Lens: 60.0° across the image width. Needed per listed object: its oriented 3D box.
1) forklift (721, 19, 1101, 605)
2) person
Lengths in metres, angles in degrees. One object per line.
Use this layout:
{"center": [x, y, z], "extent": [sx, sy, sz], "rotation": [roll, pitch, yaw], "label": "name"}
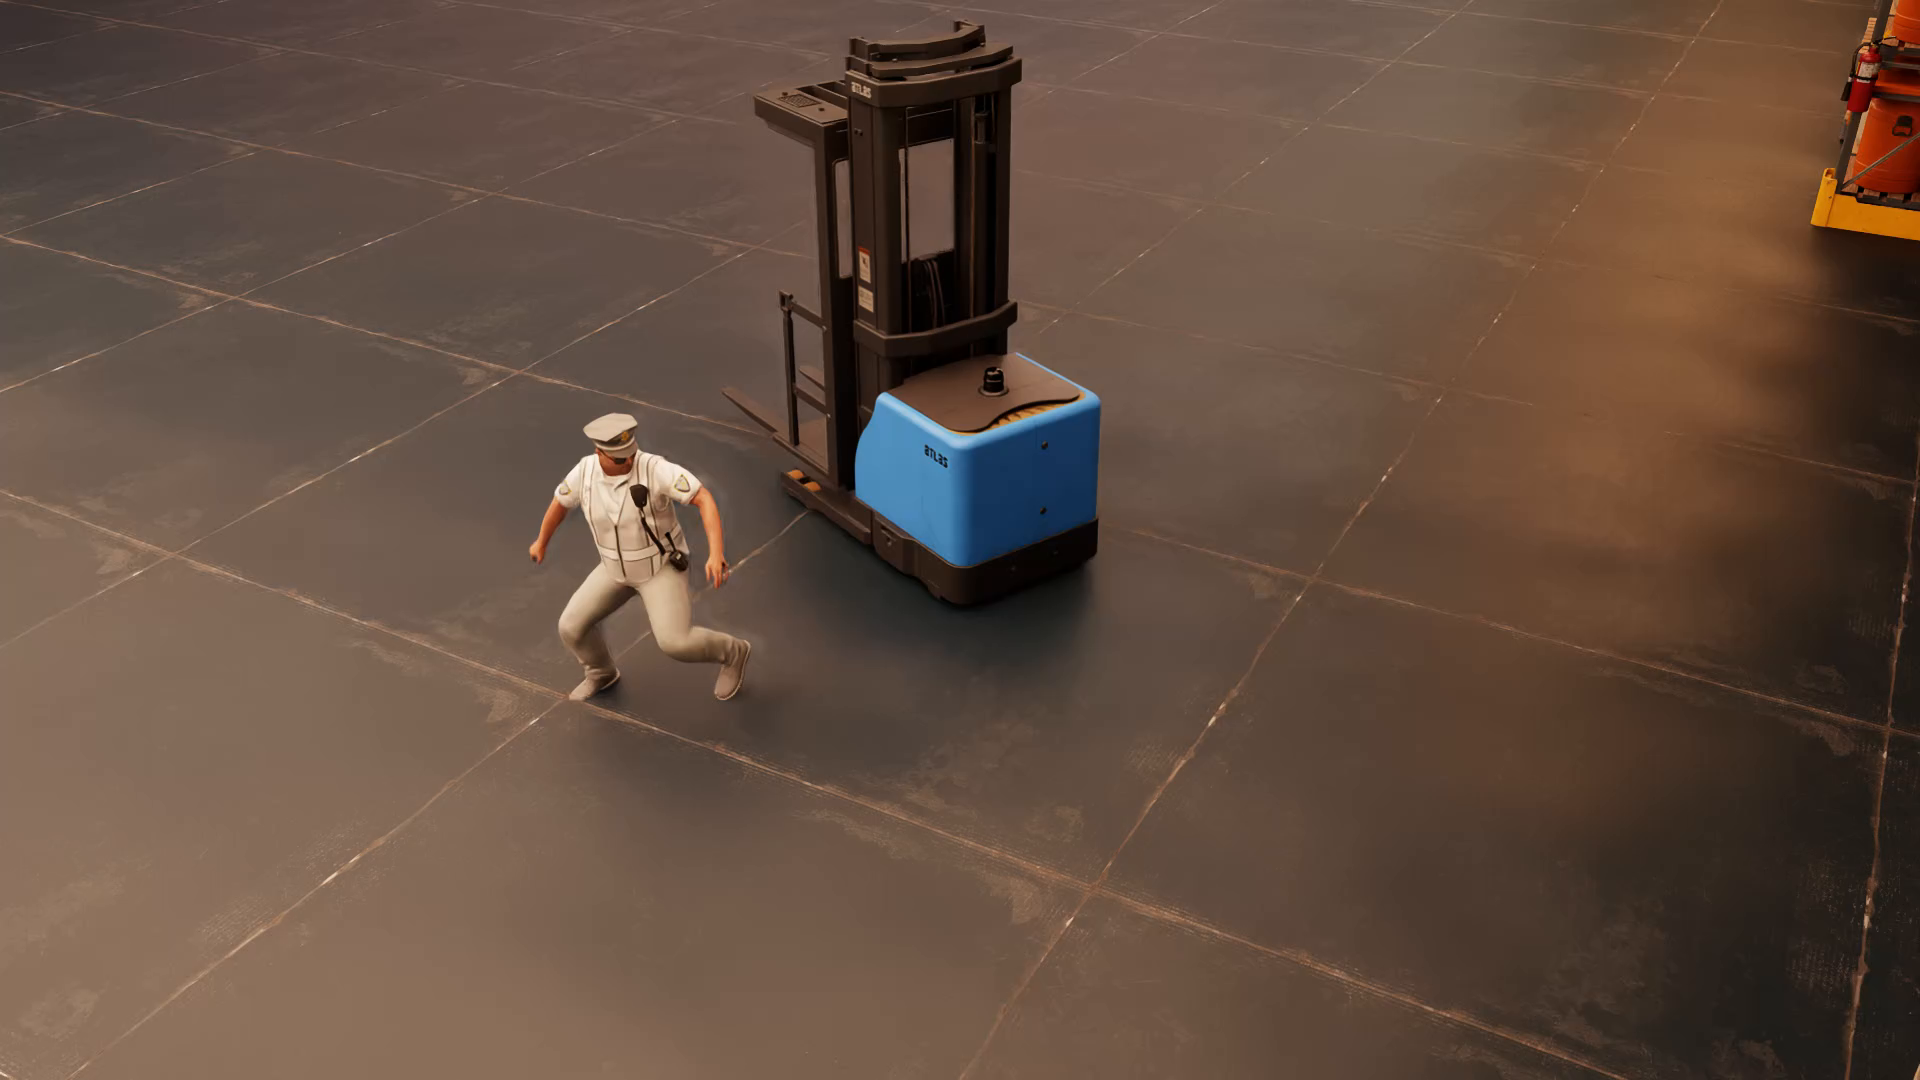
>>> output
{"center": [-0.470, -1.592, 9.830], "extent": [1.130, 2.935, 3.031], "rotation": [-20, 36, -31], "label": "forklift"}
{"center": [-1.650, 0.119, 8.259], "extent": [1.141, 1.643, 0.508], "rotation": [10, 31, 17], "label": "person"}
